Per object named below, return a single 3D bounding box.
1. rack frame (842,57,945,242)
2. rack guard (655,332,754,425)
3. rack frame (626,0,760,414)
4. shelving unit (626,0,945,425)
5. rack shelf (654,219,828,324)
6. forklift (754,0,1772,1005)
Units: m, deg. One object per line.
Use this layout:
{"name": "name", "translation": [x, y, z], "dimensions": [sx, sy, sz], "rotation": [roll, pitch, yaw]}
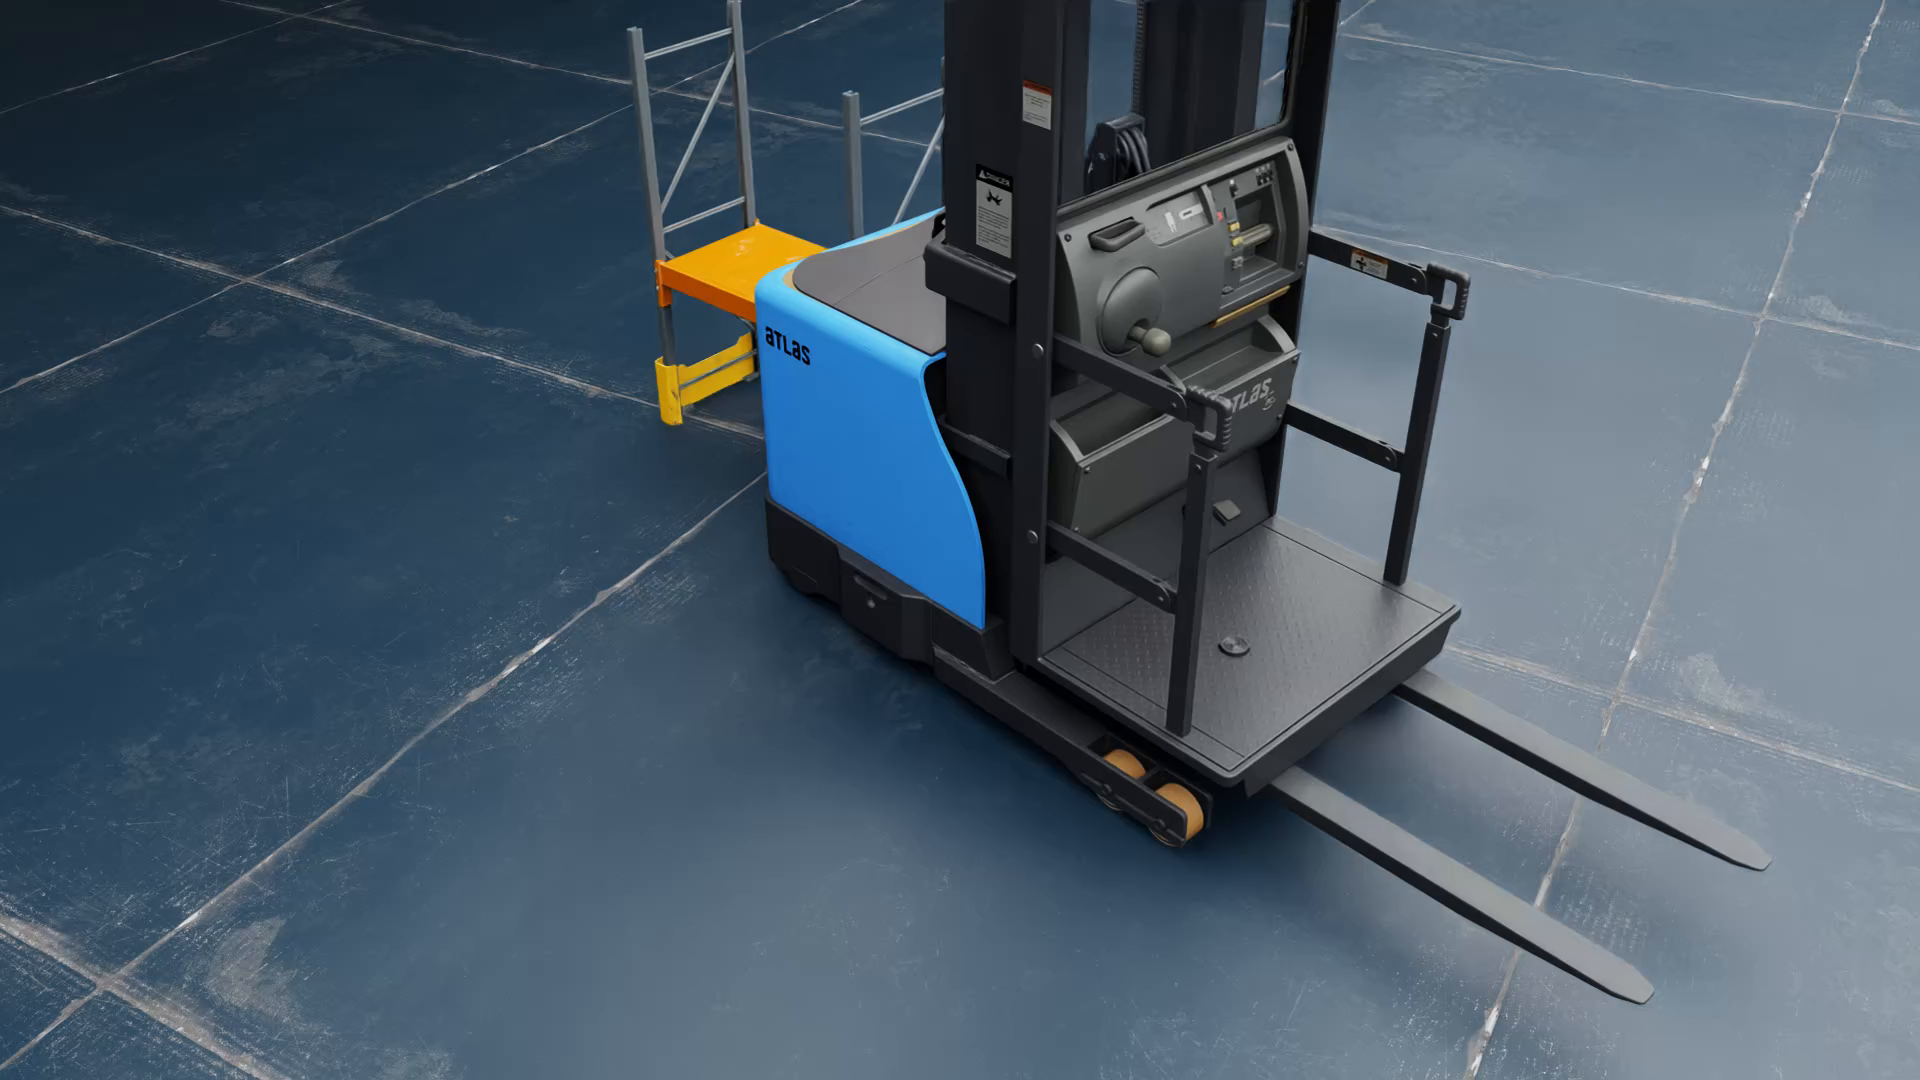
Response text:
{"name": "rack frame", "translation": [-0.188, -0.843, 5.663], "dimensions": [0.032, 1.500, 0.500], "rotation": [25, 41, 33]}
{"name": "rack guard", "translation": [-0.945, -0.683, 6.549], "dimensions": [0.087, 0.250, 0.587], "rotation": [25, 41, 33]}
{"name": "rack frame", "translation": [-0.960, -1.210, 6.214], "dimensions": [0.032, 1.500, 0.500], "rotation": [25, 41, 33]}
{"name": "shelving unit", "translation": [-0.567, -1.023, 5.933], "dimensions": [1.083, 1.500, 0.587], "rotation": [25, 41, 33]}
{"name": "rack shelf", "translation": [-0.574, -0.877, 6.038], "dimensions": [1.000, 0.185, 0.538], "rotation": [25, 41, 33]}
{"name": "forklift", "translation": [0.743, -0.716, 4.181], "dimensions": [1.130, 2.935, 3.031], "rotation": [-28, 43, -35]}
